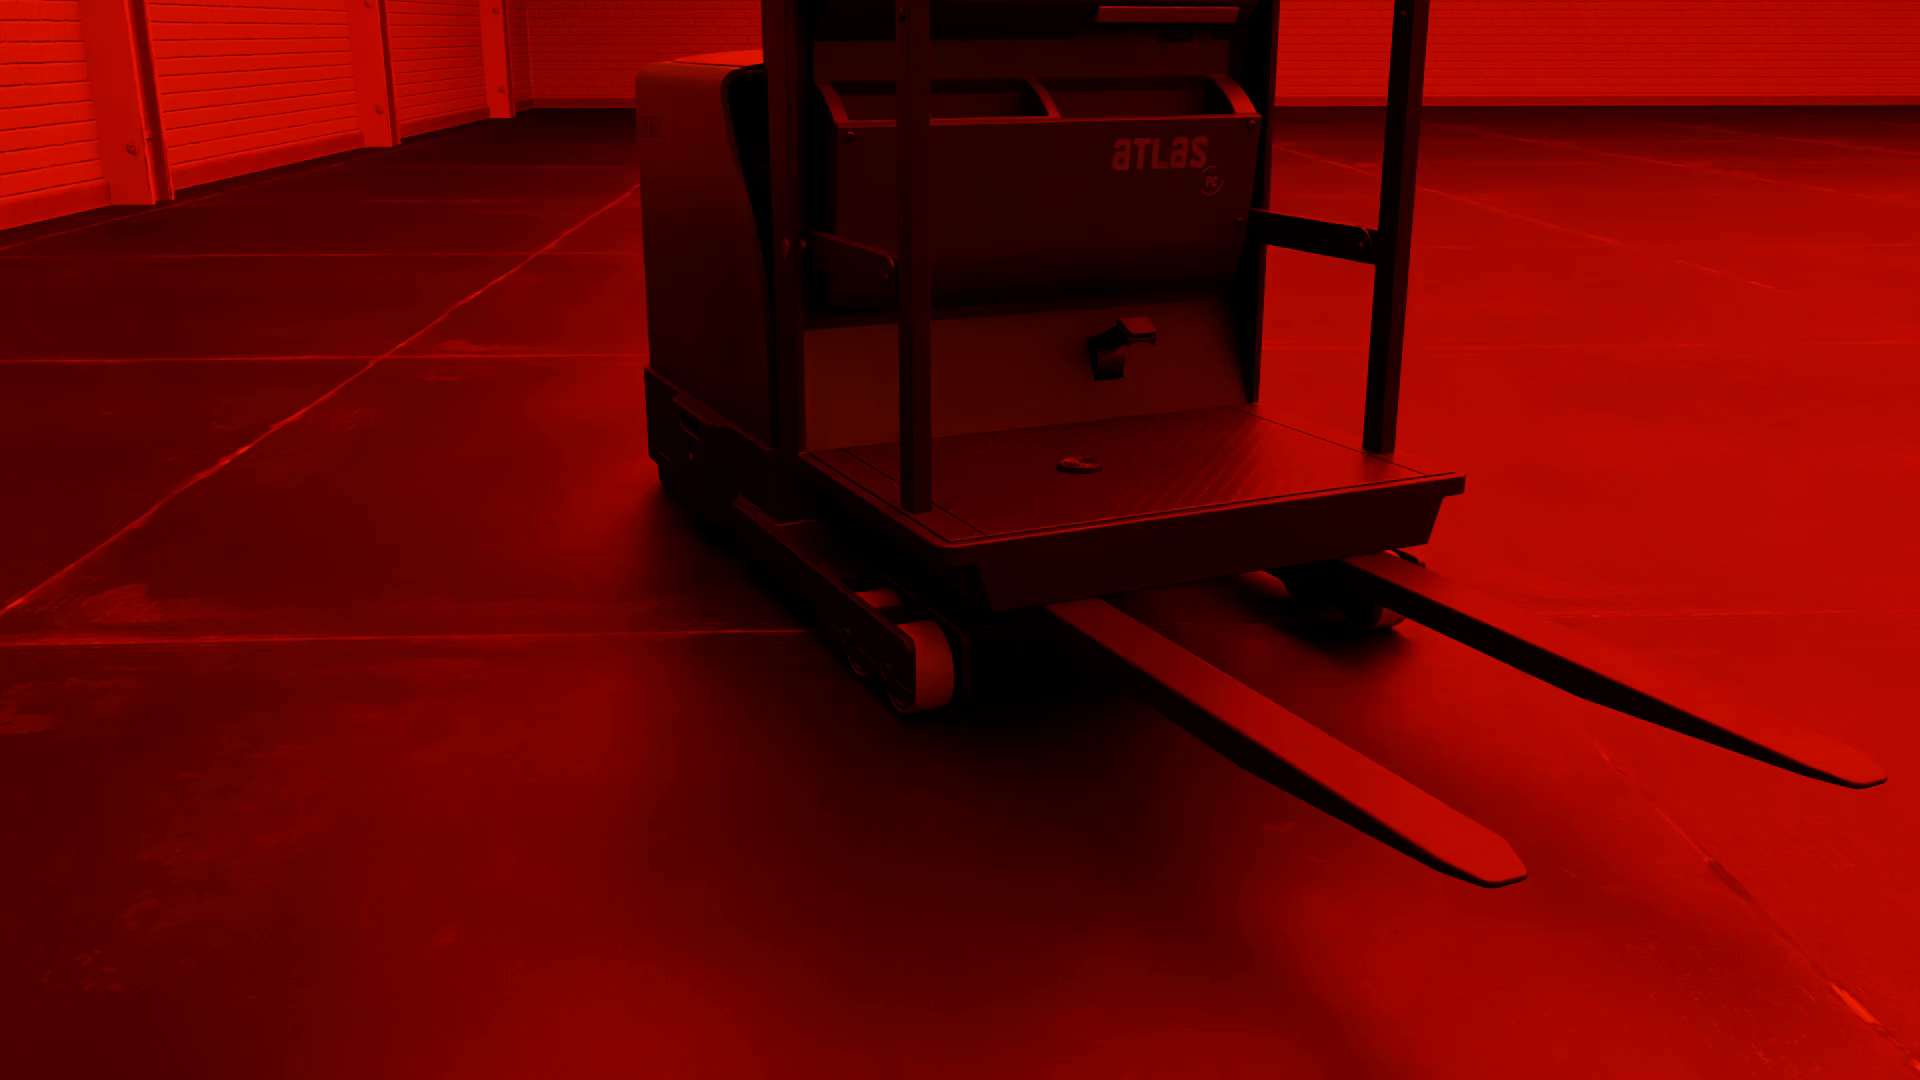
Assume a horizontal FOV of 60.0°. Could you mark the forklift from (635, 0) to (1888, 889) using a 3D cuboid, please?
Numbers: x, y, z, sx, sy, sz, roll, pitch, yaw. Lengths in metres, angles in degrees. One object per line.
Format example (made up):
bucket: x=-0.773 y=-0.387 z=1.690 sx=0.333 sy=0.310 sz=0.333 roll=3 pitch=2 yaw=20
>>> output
forklift: x=0.258 y=-1.240 z=2.962 sx=1.130 sy=2.935 sz=3.031 roll=-8 pitch=19 yaw=-24
